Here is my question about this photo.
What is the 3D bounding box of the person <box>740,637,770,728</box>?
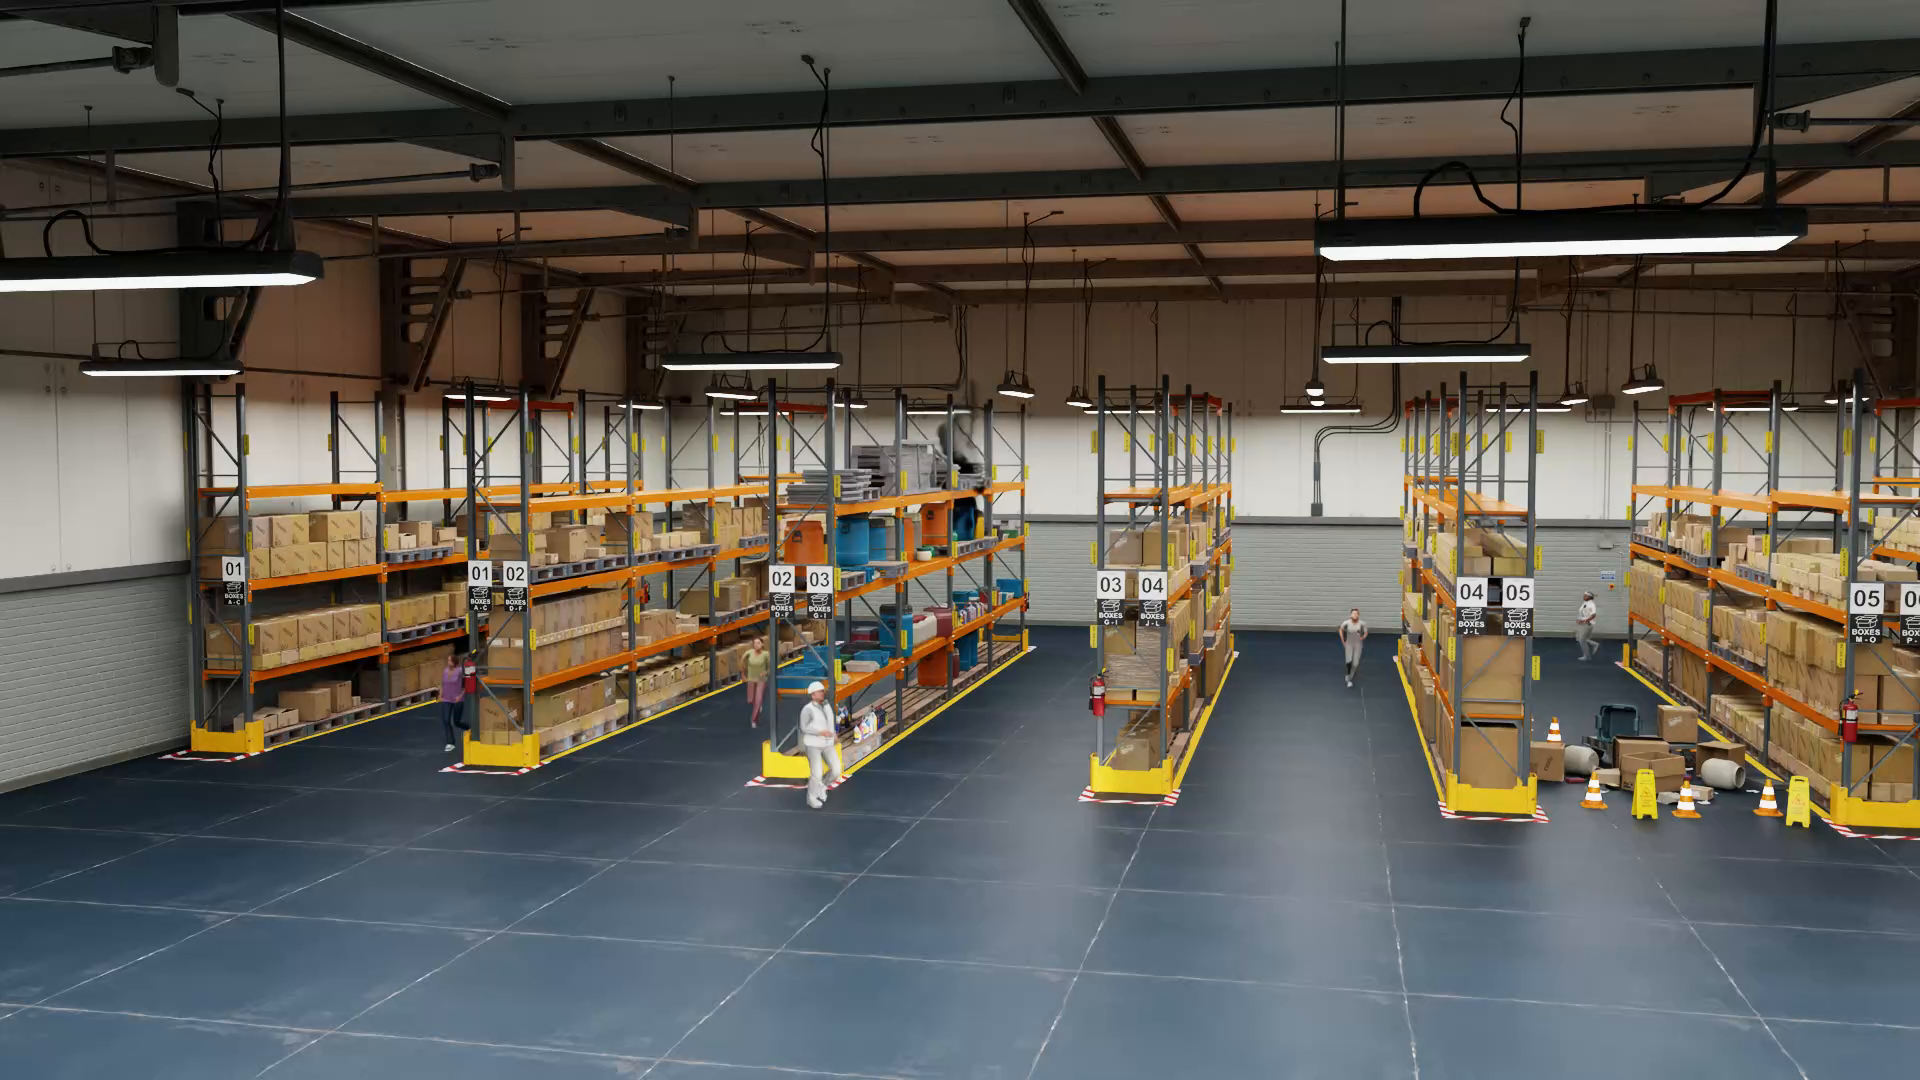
[{"bbox_3d":[-3.614,2.520,29.622,0.615,1.624,0.656,0,3,3],"label":"person"}]

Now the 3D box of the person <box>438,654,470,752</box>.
[{"bbox_3d":[-8.325,2.655,27.379,0.566,1.575,0.710,0,3,8],"label":"person"}]

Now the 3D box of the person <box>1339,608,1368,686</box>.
[{"bbox_3d":[8.133,2.221,34.344,0.567,1.628,0.575,1,3,9],"label":"person"}]

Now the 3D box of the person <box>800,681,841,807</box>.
[{"bbox_3d":[-1.896,2.817,22.898,0.643,1.732,0.603,-3,4,-42],"label":"person"}]

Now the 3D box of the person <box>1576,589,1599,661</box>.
[{"bbox_3d":[14.600,1.973,38.651,0.562,1.659,0.577,0,3,4],"label":"person"}]
